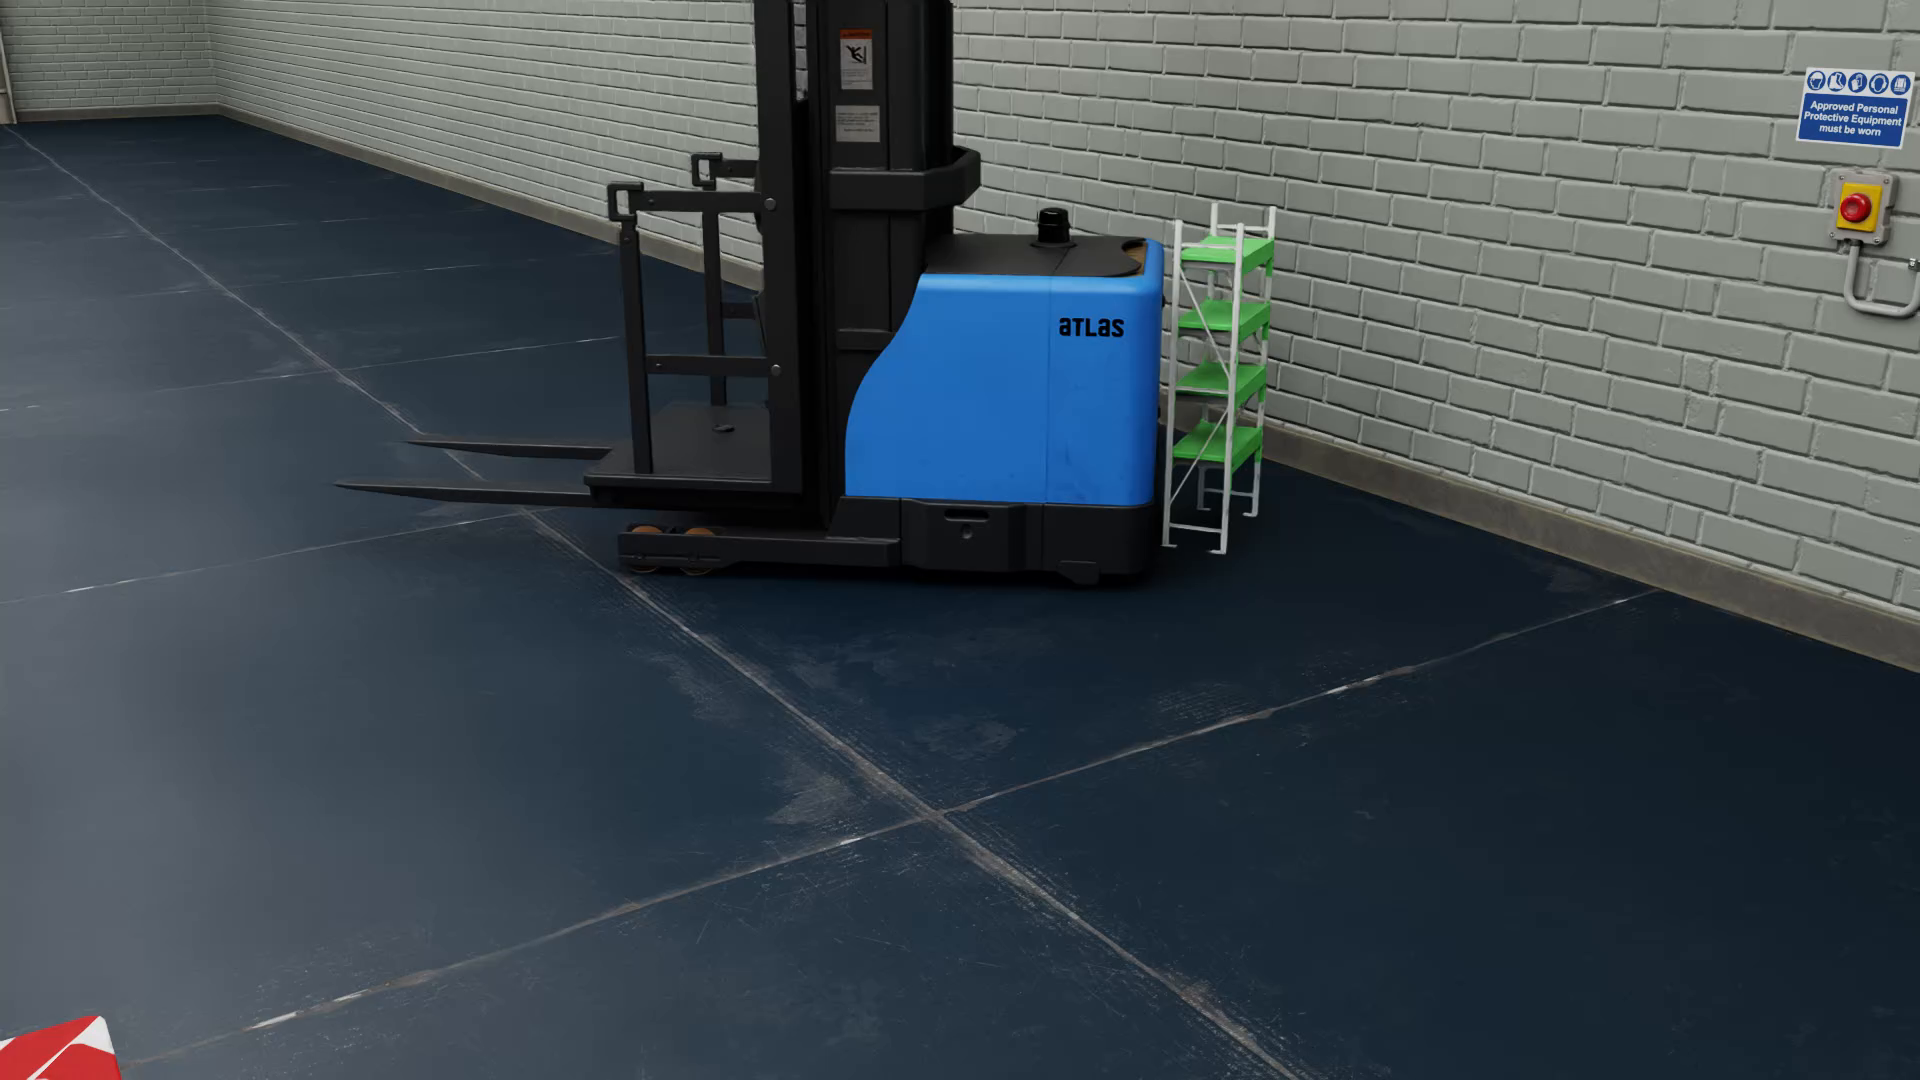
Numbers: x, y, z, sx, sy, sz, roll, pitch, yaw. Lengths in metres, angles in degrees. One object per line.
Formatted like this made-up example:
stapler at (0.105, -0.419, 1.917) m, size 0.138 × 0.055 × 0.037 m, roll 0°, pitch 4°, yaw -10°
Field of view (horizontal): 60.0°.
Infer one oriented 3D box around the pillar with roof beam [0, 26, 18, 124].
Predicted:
pillar with roof beam at (-11.544, -9.156, 19.277) m, size 0.400 × 9.000 × 9.100 m, roll -12°, pitch 22°, yaw -31°

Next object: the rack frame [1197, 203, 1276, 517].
rack frame at (1.055, -0.677, 6.373) m, size 0.240 × 1.200 × 0.015 m, roll 8°, pitch 20°, yaw 22°

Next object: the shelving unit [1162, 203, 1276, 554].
shelving unit at (0.960, -0.605, 6.160) m, size 0.258 × 1.200 × 0.503 m, roll 8°, pitch 20°, yaw 22°

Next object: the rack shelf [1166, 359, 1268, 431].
rack shelf at (0.960, -0.544, 6.181) m, size 0.258 × 0.148 × 0.480 m, roll 8°, pitch 20°, yaw 22°

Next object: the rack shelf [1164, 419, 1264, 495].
rack shelf at (0.960, -0.317, 6.257) m, size 0.258 × 0.148 × 0.480 m, roll 8°, pitch 20°, yaw 22°

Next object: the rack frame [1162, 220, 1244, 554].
rack frame at (0.865, -0.533, 5.947) m, size 0.240 × 1.200 × 0.015 m, roll 8°, pitch 20°, yaw 22°

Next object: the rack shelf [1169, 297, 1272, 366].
rack shelf at (0.960, -0.772, 6.104) m, size 0.258 × 0.148 × 0.480 m, roll 8°, pitch 20°, yaw 22°

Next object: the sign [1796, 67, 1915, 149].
sign at (2.653, -1.284, 4.938) m, size 0.001 × 0.218 × 0.327 m, roll -12°, pitch 22°, yaw -31°

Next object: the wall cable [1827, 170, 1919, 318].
wall cable at (2.629, -1.629, 4.743) m, size 0.123 × 1.953 × 0.585 m, roll -12°, pitch 22°, yaw -31°

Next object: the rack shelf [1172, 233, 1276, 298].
rack shelf at (0.960, -0.999, 6.027) m, size 0.258 × 0.148 × 0.480 m, roll 8°, pitch 20°, yaw 22°

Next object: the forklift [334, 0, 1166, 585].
forklift at (-0.777, -1.427, 5.888) m, size 3.031 × 2.935 × 1.130 m, roll 2°, pitch 19°, yaw 7°
